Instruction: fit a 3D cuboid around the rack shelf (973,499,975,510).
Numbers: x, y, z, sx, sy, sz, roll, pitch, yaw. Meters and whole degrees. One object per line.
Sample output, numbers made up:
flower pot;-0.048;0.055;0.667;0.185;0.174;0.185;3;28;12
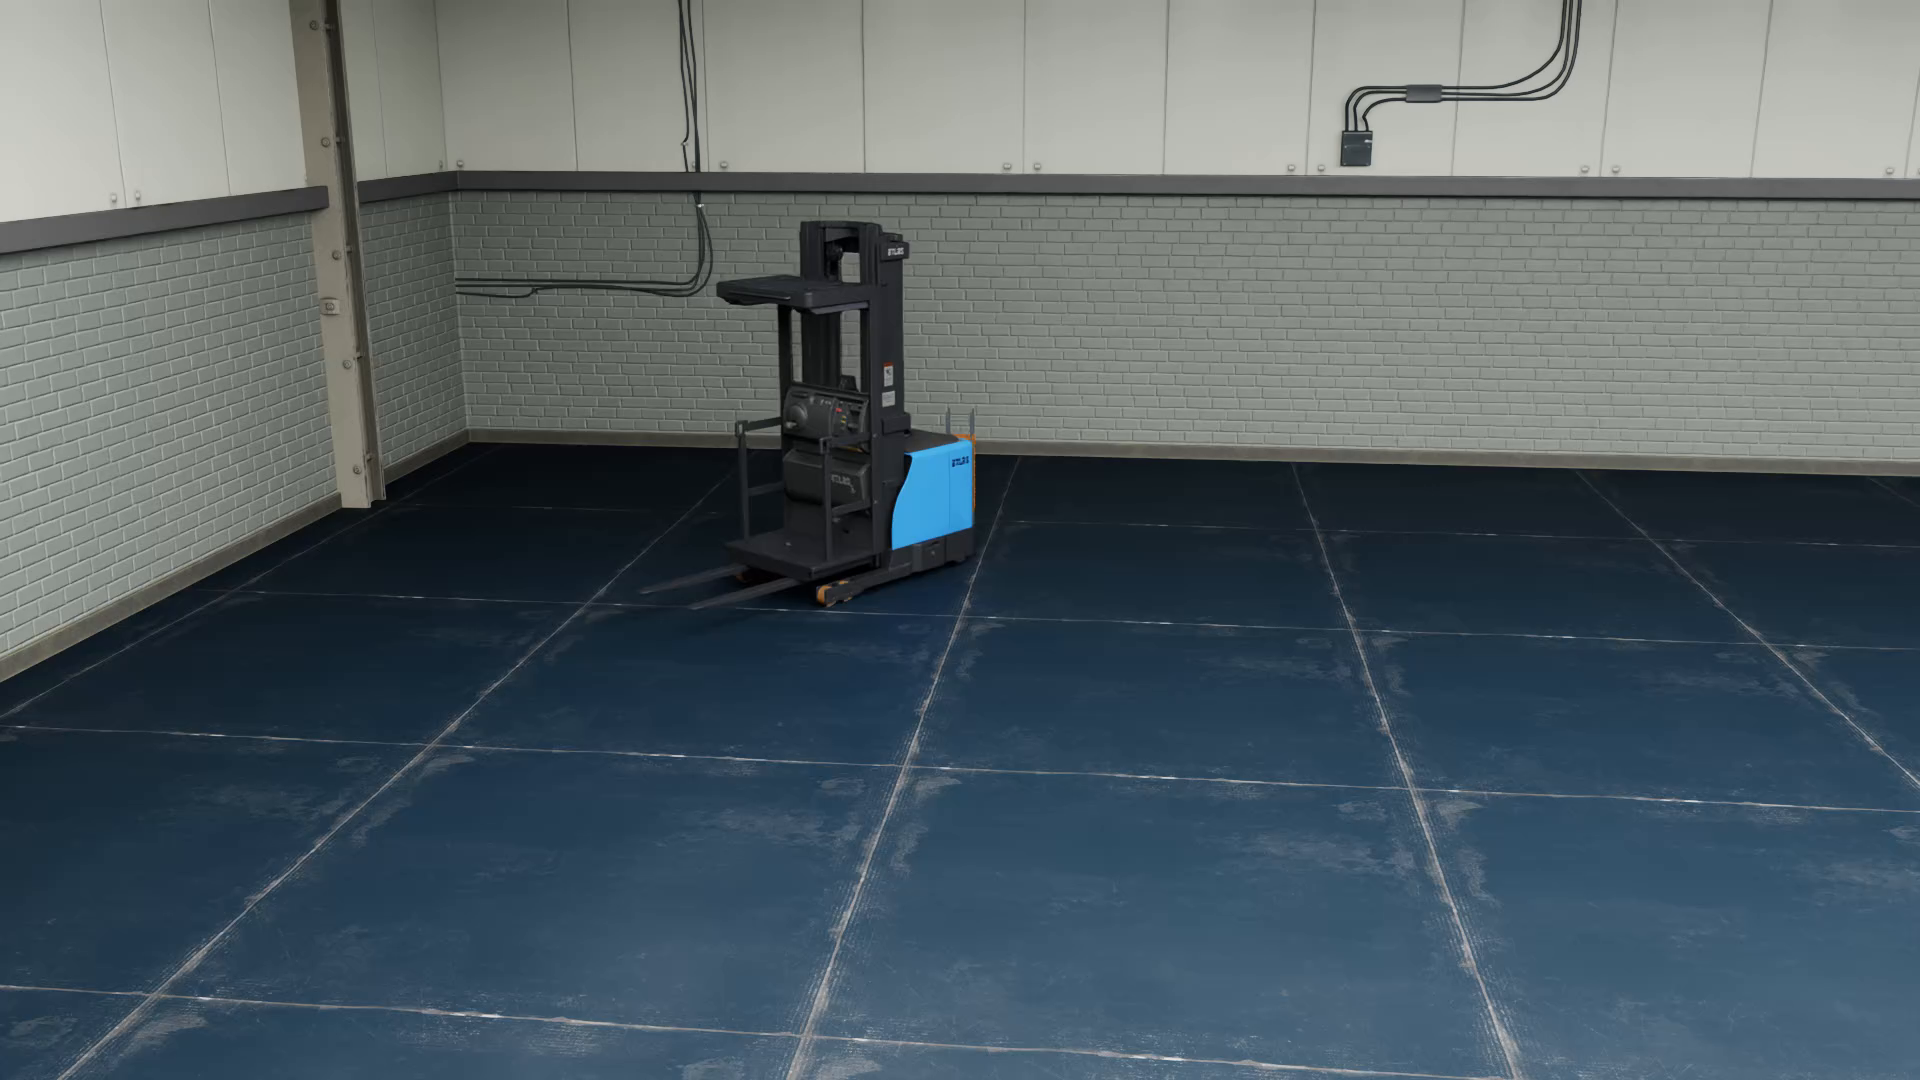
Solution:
rack shelf;0.002;-0.308;15.094;0.258;0.103;0.180;2;15;6

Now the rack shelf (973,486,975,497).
rack shelf;0.002;-0.424;15.062;0.258;0.103;0.180;2;15;6

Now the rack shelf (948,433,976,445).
rack shelf;0.002;-0.888;14.937;0.258;0.103;0.180;2;15;6

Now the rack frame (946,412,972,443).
rack frame;-0.009;-0.559;14.932;0.240;1.200;0.006;2;15;6

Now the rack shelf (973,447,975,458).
rack shelf;0.002;-0.772;14.968;0.258;0.103;0.180;2;15;6

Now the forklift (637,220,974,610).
forklift;-1.235;-1.036;13.378;1.130;2.935;3.031;13;20;40

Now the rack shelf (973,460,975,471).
rack shelf;0.002;-0.656;15.000;0.258;0.103;0.180;2;15;6

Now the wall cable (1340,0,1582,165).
wall cable;5.142;-6.797;16.542;2.305;6.003;0.169;2;15;6

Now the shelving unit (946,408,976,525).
shelving unit;0.002;-0.583;15.019;0.258;1.200;0.189;2;15;6

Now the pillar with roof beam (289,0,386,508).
pillar with roof beam;-1.658;-4.587;14.885;9.100;9.000;0.400;2;15;6

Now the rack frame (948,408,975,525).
rack frame;0.012;-0.607;15.107;0.240;1.200;0.006;2;15;6

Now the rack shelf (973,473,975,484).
rack shelf;0.002;-0.540;15.031;0.258;0.103;0.180;2;15;6

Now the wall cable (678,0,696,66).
wall cable;-1.601;-6.298;17.487;3.097;2.526;0.112;2;15;6

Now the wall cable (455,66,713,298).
wall cable;-4.289;-3.940;18.441;3.097;2.526;0.112;2;15;6
